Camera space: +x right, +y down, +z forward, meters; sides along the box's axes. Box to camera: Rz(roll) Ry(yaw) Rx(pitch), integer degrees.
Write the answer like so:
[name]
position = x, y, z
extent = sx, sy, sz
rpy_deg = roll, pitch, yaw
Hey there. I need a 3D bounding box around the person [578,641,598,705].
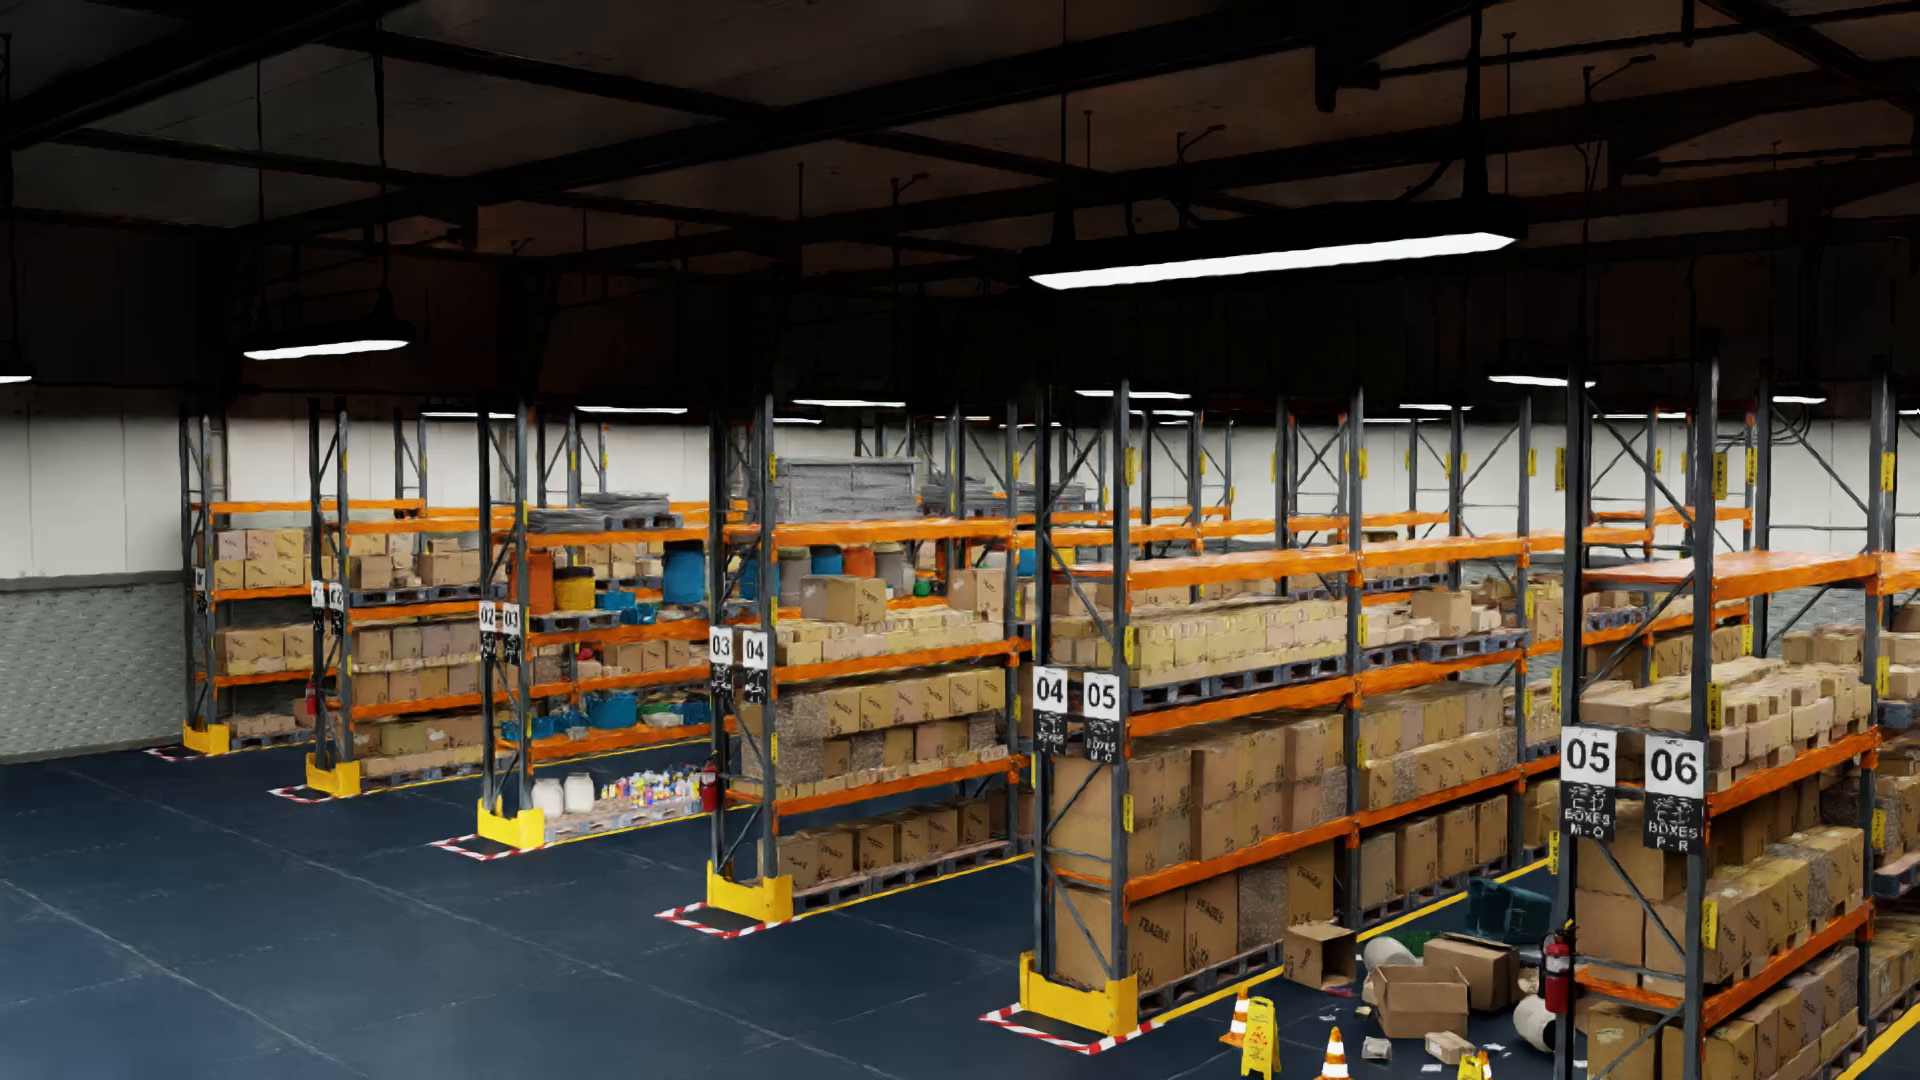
[person]
position = -7.241, 2.642, 31.855
extent = 0.547, 1.641, 1.115
rpy_deg = 3, 4, 42
